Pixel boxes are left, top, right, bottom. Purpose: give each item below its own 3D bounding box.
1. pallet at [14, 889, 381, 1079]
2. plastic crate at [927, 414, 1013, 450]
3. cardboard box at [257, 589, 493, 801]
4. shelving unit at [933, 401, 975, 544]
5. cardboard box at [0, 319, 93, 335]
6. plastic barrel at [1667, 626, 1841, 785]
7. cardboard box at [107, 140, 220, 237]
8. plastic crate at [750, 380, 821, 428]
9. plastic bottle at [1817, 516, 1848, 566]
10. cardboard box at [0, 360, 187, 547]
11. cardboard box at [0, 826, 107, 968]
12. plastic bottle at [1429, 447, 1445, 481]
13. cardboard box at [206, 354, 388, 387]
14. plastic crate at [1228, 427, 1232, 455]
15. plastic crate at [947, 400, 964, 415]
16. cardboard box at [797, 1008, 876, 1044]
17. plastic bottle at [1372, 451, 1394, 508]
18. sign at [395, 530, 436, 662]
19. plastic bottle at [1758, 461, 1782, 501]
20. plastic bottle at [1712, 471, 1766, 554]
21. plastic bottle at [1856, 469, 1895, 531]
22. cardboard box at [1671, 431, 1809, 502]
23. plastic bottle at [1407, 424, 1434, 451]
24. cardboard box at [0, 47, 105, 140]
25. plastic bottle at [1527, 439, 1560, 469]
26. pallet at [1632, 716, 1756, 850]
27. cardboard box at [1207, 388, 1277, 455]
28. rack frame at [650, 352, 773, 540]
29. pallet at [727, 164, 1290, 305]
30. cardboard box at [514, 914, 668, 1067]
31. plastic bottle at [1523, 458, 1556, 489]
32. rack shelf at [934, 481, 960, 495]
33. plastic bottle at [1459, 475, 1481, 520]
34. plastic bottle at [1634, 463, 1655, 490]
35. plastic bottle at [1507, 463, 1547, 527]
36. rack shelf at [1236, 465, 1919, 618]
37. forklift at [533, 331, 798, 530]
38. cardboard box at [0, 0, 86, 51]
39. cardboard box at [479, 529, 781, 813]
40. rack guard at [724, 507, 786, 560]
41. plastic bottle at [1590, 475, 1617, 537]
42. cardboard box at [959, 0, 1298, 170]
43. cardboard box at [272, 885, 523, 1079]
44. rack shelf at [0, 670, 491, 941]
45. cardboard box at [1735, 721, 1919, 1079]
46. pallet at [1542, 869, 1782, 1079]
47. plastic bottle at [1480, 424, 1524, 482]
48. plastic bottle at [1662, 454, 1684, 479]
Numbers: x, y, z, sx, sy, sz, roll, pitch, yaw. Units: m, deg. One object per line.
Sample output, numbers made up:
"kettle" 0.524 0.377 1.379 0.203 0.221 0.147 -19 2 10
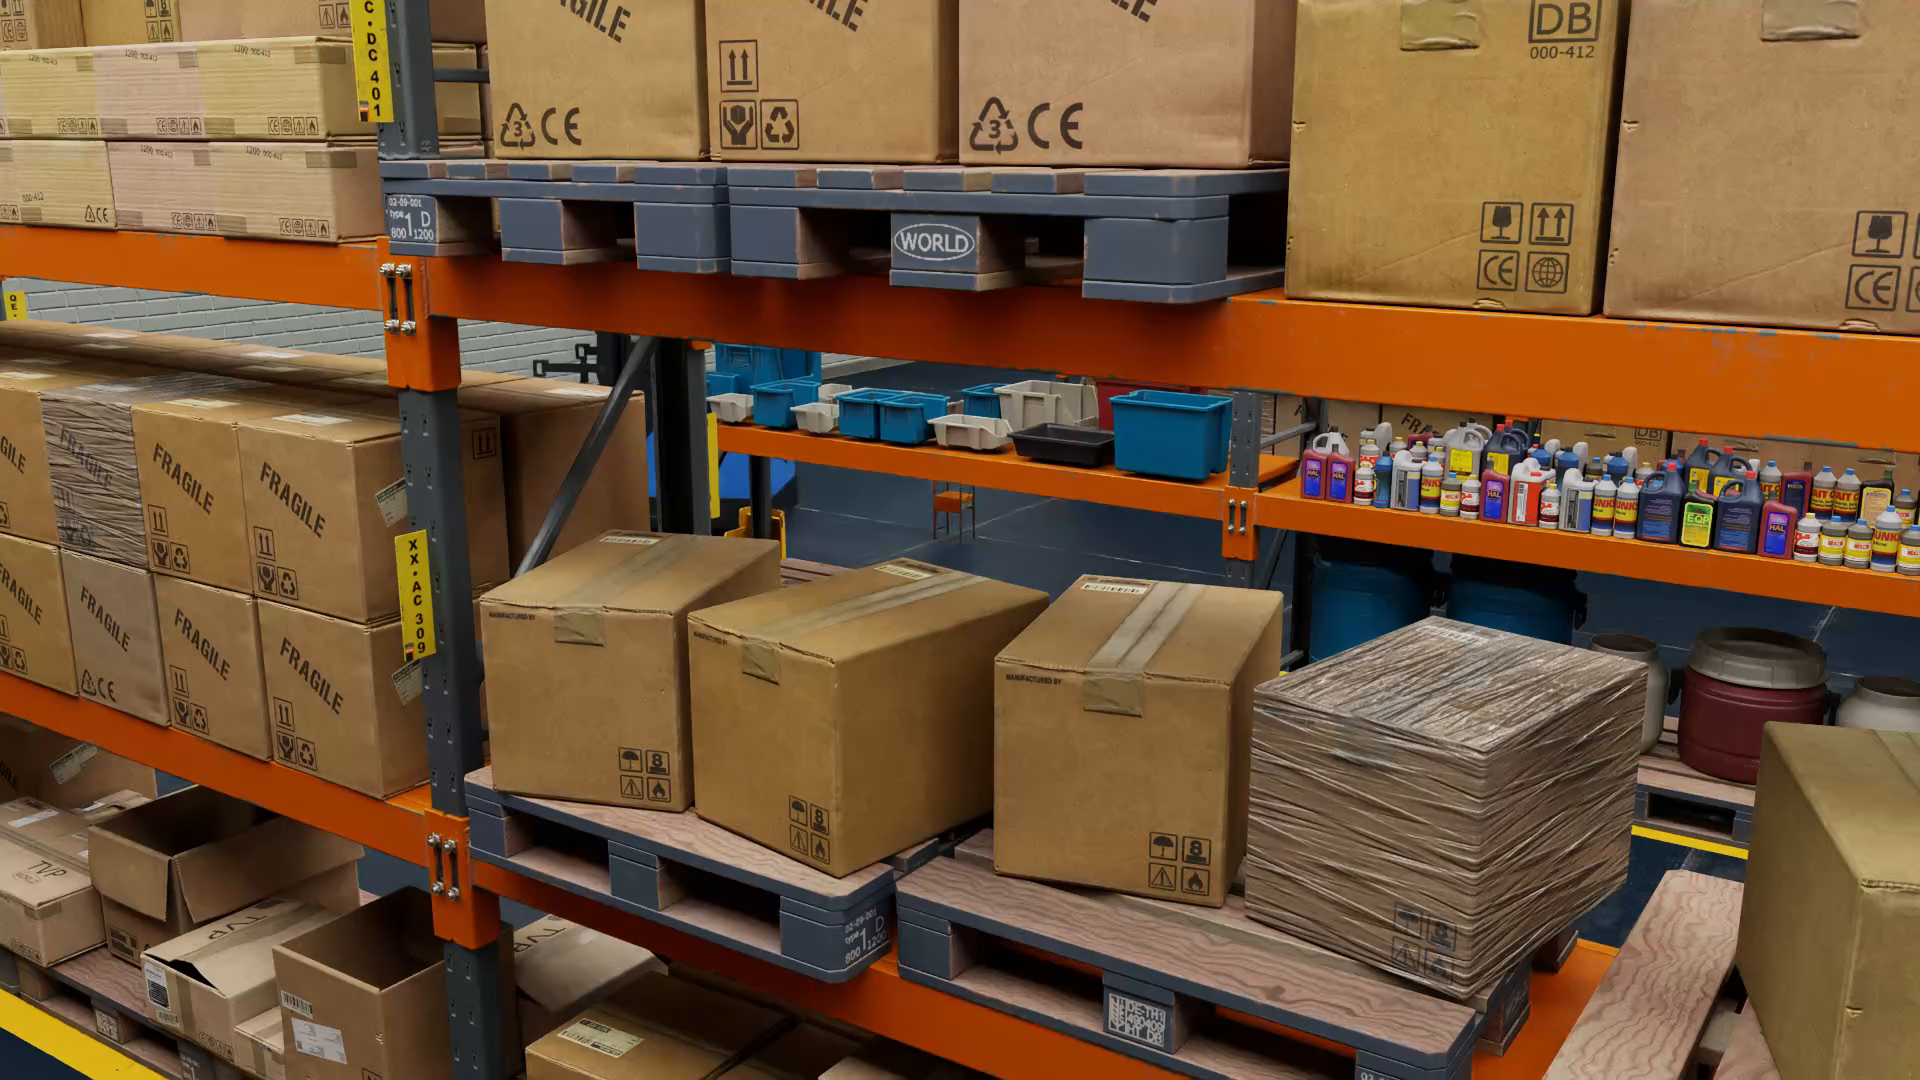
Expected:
"pallet" -2.665 1.550 6.123 1.213 0.211 1.003 9 17 33
"plastic crate" 0.076 -0.610 9.468 0.466 0.136 0.293 9 17 33
"cardboard box" -1.637 0.388 4.807 0.500 0.500 0.500 10 17 34
"shelving unit" -0.044 -0.517 12.726 0.252 1.050 0.215 9 17 33
"cardboard box" -3.875 -0.613 6.770 0.500 0.500 0.500 9 17 32
"plastic barrel" 3.655 0.754 7.678 0.708 0.588 0.600 9 17 33
"cardboard box" -2.040 -1.013 4.741 0.500 0.250 0.500 9 17 33
"plastic crate" -1.063 -0.832 10.167 0.300 0.233 0.416 9 17 33
"plastic bottle" 3.673 0.000 6.993 0.097 0.201 0.097 0 14 0
"cardboard box" -2.904 -0.302 5.510 0.500 0.500 0.500 9 17 32
"cardboard box" -3.275 1.300 6.134 0.500 0.250 0.500 9 17 33
"plastic bottle" 2.445 -0.374 8.505 0.097 0.201 0.097 0 14 0
"cardboard box" -2.167 -0.339 5.662 0.500 0.500 0.500 9 16 31
"plastic crate" 1.382 -0.527 9.134 0.243 0.136 0.396 9 17 33
"plastic crate" -0.119 -0.789 10.192 0.250 0.136 0.298 9 17 33
"cardboard box" -0.104 1.529 4.691 0.500 0.500 0.500 9 17 33
"plastic bottle" 2.052 -0.296 8.043 0.097 0.271 0.097 0 14 0
"sign" -1.375 0.141 4.209 0.005 0.325 0.100 9 17 33
"plastic bottle" 3.790 -0.235 7.796 0.097 0.271 0.097 0 14 0
"plastic bottle" 3.377 -0.127 7.196 0.185 0.351 0.144 9 17 33
"plastic bottle" 4.168 -0.185 7.569 0.133 0.283 0.061 9 17 33
"cardboard box" 5.737 -0.494 12.122 0.875 0.875 1.225 9 16 31
"plastic bottle" 2.414 -0.468 8.715 0.133 0.283 0.061 9 17 33
"cardboard box" -2.460 -1.320 4.943 0.500 0.250 0.500 9 17 33
"plastic bottle" 2.918 -0.370 8.333 0.135 0.276 0.152 9 17 33
"pallet" 3.322 1.094 7.965 1.213 0.211 1.003 9 17 33
"cardboard box" 2.465 -1.040 14.328 0.875 0.875 0.875 9 17 33
"rack frame" -1.630 -1.071 10.909 0.127 3.000 1.000 9 17 33
"pallet" 0.286 -0.673 3.447 1.003 0.211 1.213 9 17 33
"cardboard box" -1.306 1.444 5.426 0.500 0.311 0.500 9 17 33
"plastic bottle" 2.714 -0.243 7.820 0.135 0.276 0.152 9 17 33
"rack shelf" -0.044 -0.507 12.729 0.240 0.259 0.215 9 17 33
"plastic bottle" 2.406 -0.204 7.820 0.097 0.201 0.097 0 14 0
"plastic bottle" 3.334 -0.274 8.103 0.097 0.201 0.097 0 14 0
"plastic bottle" 2.629 -0.213 7.698 0.135 0.276 0.152 9 17 33
"rack shelf" 3.348 0.082 7.745 4.000 0.370 1.077 9 17 33
"forklift" -2.894 -1.593 13.160 3.031 2.935 1.130 1 14 6
"cardboard box" -2.757 -1.793 5.294 0.500 0.500 0.700 9 17 33
"cardboard box" -0.810 0.308 4.255 0.500 0.500 0.700 4 14 14
"rack guard" -1.657 0.141 11.212 0.348 0.500 1.175 9 17 33
"plastic bottle" 2.902 -0.158 7.488 0.097 0.271 0.097 0 14 0
"cardboard box" 0.406 -1.044 3.267 0.600 0.600 0.600 8 16 31
"cardboard box" -1.710 1.432 5.082 0.500 0.500 0.500 9 17 33
"rack shelf" -2.738 0.533 5.924 4.000 0.370 1.077 9 17 33
"cardboard box" 1.655 0.674 2.775 0.500 0.500 0.700 4 14 14
"pallet" 1.639 1.005 2.921 1.003 0.211 1.213 9 17 33
"plastic bottle" 2.707 -0.400 8.298 0.185 0.351 0.144 9 17 33
"plastic bottle" 3.410 -0.278 7.973 0.097 0.271 0.097 0 14 0
